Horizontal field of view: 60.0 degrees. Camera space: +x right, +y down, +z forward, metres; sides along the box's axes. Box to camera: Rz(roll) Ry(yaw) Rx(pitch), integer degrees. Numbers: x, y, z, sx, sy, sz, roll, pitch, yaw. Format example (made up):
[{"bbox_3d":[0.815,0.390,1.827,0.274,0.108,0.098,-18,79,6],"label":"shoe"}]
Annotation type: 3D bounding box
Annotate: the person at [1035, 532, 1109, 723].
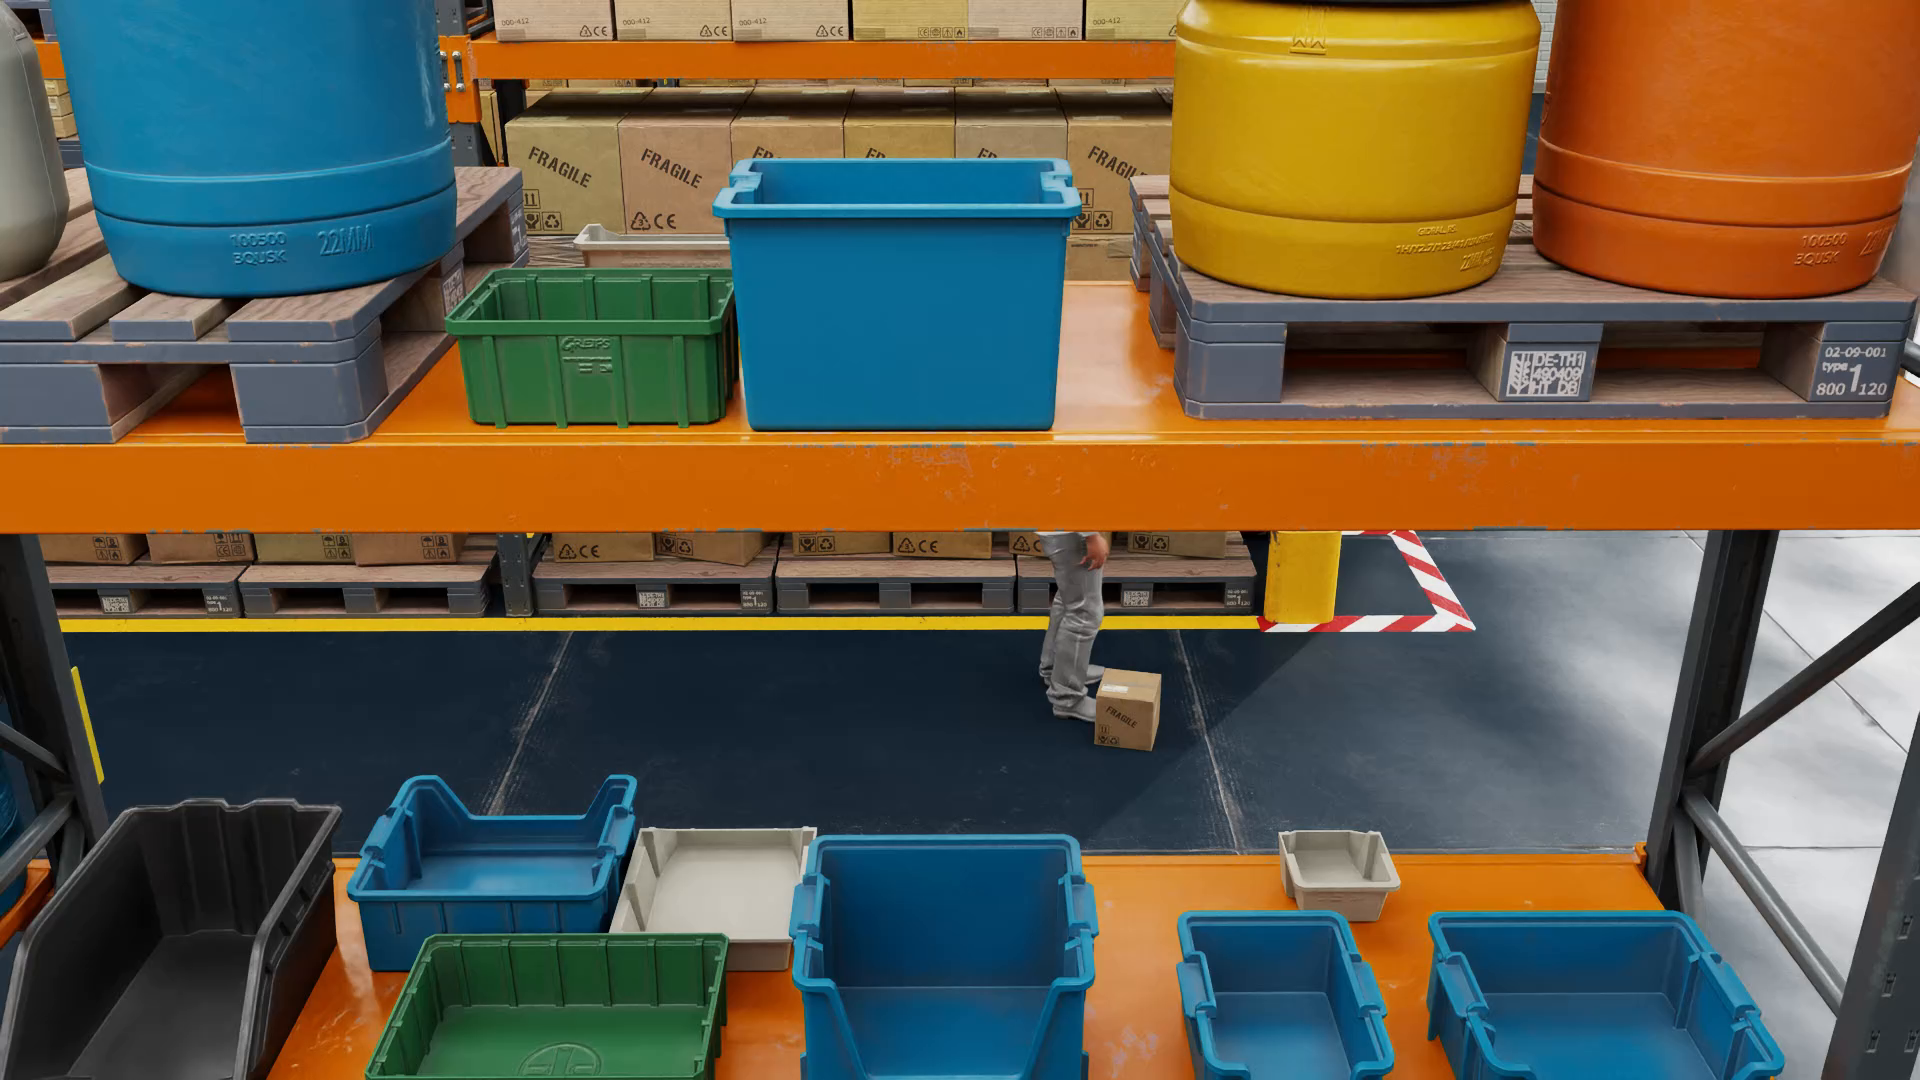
[{"bbox_3d":[0.511,-0.103,7.298,0.459,1.773,0.592,-2,24,-4],"label":"person"}]
